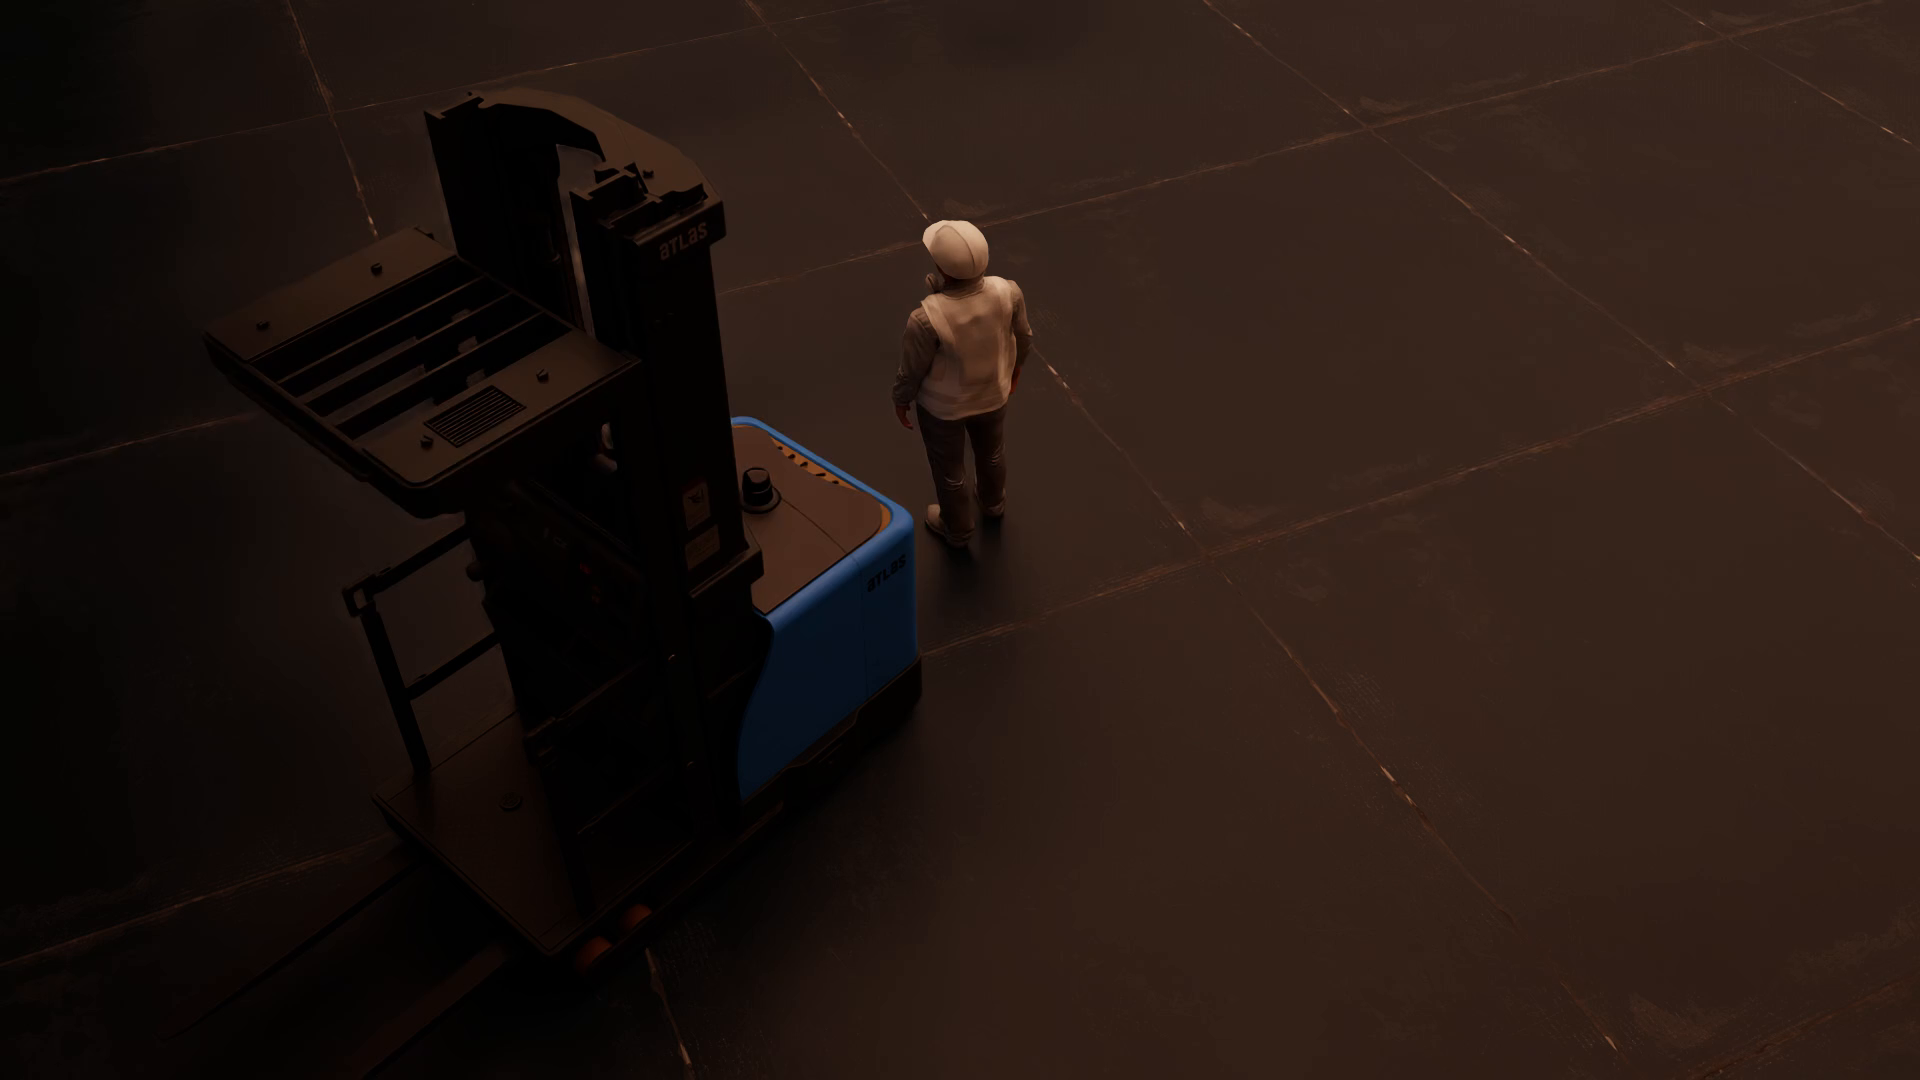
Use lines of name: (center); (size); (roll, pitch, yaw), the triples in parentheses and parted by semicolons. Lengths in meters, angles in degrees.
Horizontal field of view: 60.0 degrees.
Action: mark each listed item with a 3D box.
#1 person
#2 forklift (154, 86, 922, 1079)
person: (-0.020, -0.695, 7.262); (0.633, 1.775, 0.566); (-18, 46, -18)
forklift: (-1.513, 0.151, 5.519); (1.130, 2.935, 3.031); (31, 51, 29)
